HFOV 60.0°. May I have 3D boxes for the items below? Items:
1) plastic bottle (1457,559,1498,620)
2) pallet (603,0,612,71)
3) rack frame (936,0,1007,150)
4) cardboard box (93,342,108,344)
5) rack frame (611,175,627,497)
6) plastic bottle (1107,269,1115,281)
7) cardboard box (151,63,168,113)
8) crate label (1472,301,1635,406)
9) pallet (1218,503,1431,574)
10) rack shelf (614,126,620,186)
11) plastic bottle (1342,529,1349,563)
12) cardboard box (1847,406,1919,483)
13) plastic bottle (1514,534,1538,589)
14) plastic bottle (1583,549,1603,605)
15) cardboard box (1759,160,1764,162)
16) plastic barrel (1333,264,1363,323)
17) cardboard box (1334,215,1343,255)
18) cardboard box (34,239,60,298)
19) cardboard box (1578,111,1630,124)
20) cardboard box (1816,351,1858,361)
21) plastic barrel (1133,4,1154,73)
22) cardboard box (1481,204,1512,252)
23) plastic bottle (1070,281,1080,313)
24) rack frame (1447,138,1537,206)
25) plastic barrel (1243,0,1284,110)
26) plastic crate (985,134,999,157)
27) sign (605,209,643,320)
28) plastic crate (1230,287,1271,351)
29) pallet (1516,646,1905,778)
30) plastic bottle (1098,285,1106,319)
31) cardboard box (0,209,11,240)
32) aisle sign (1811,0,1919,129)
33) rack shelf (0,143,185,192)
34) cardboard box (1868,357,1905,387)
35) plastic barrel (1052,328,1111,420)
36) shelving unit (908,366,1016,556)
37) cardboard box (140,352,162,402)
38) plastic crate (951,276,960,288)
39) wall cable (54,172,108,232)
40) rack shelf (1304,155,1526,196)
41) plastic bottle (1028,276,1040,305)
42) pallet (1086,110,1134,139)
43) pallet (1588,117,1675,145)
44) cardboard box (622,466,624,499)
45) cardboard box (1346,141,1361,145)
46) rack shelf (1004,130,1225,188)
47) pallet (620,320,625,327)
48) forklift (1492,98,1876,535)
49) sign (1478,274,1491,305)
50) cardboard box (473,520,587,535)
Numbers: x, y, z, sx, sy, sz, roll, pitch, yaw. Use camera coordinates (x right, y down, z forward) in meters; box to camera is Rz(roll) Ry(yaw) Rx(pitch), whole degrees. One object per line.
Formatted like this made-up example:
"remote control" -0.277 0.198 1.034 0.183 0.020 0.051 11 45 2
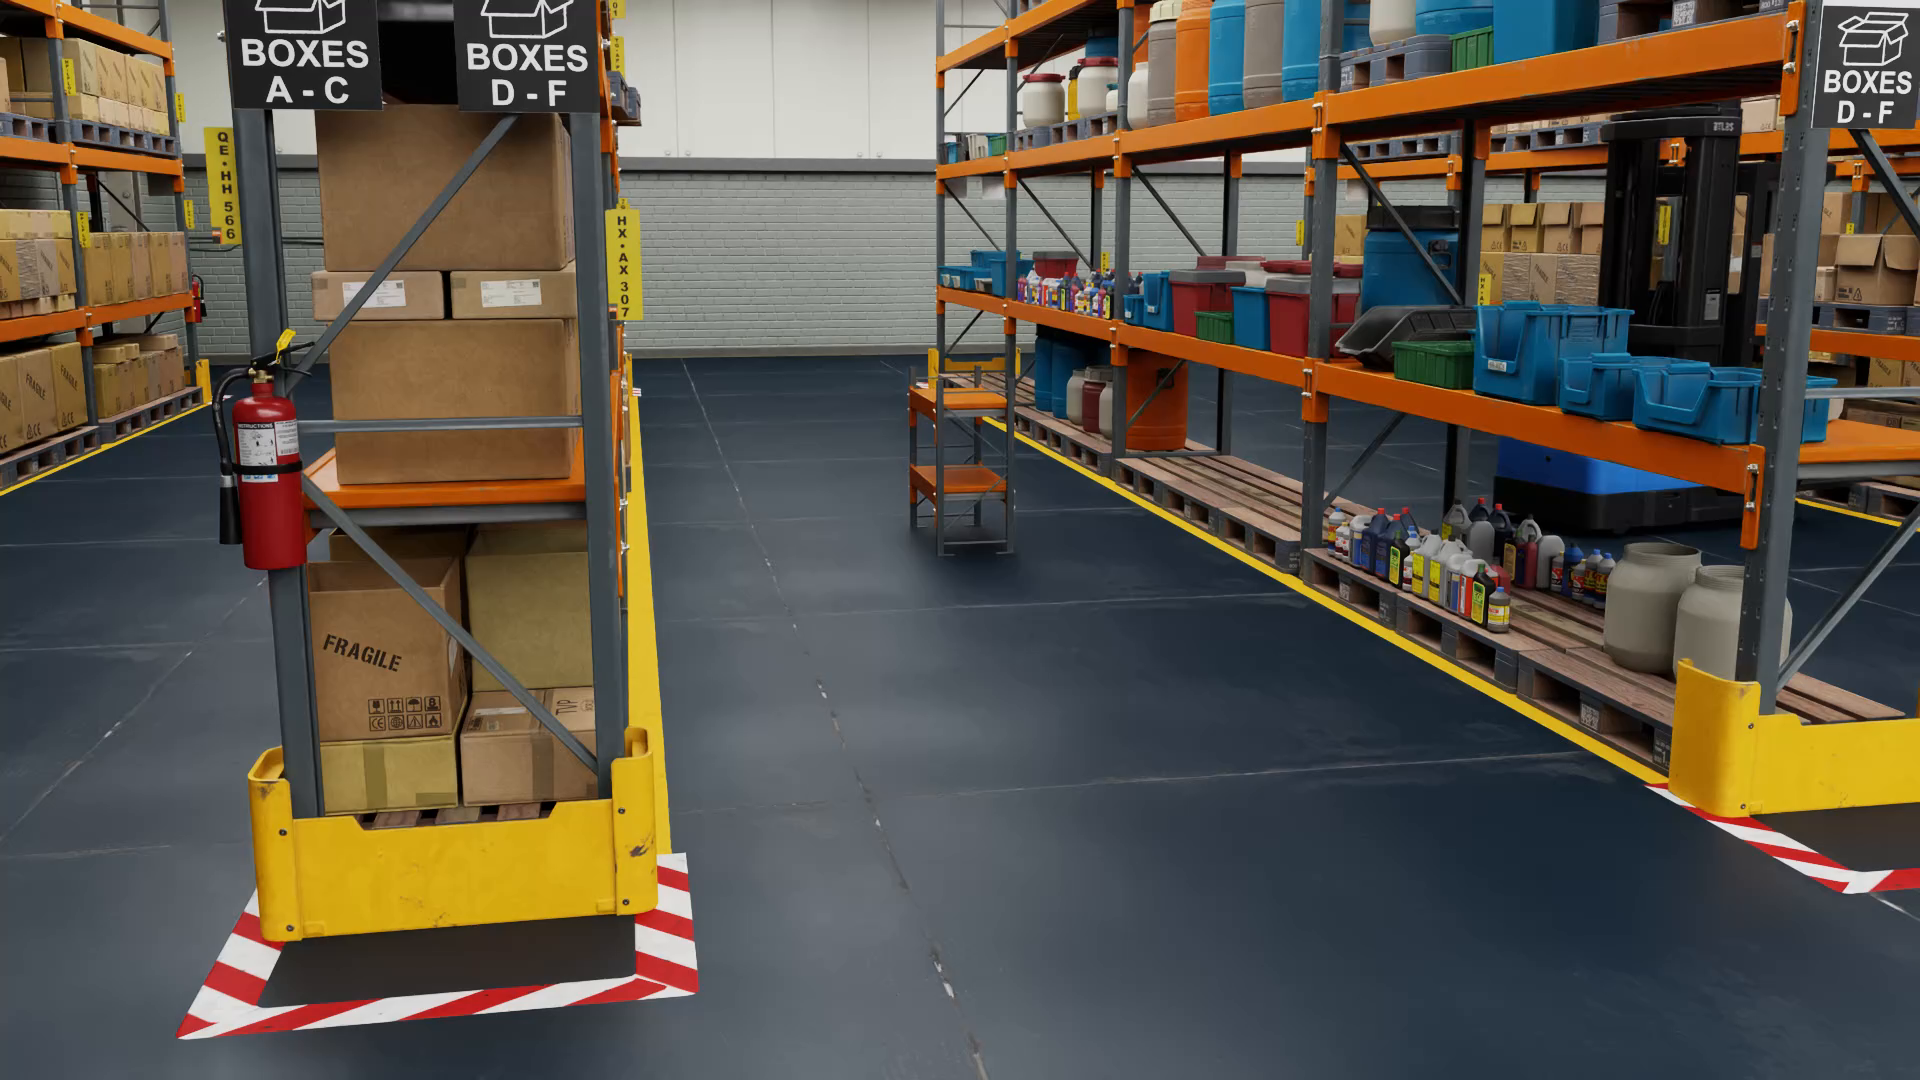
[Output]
"plastic bottle" 2.504 0.238 8.033 0.152 0.276 0.135 -2 11 -11
"pallet" -2.133 -2.345 7.708 1.003 0.211 1.213 -2 11 -11
"rack frame" 0.202 -6.398 20.742 1.000 3.000 0.127 -2 11 -11
"cardboard box" -9.205 -1.999 17.505 0.380 0.149 0.250 -2 11 -12
"rack frame" -3.102 -1.804 12.651 1.000 3.000 0.127 -2 11 -11
"plastic bottle" 1.515 -2.502 16.452 0.144 0.351 0.185 -2 11 -11
"cardboard box" -9.106 -4.990 18.372 0.500 0.500 0.500 -2 11 -11
"crate label" 2.690 -0.861 7.604 0.502 0.435 0.616 -2 11 -11
"pallet" 2.345 -0.022 10.750 1.003 0.211 1.213 -2 11 -11
"rack shelf" -3.491 -3.291 14.365 1.077 0.370 4.000 -2 11 -11
"plastic bottle" 2.207 0.021 9.373 0.097 0.201 0.097 0 11 0
"cardboard box" 7.112 -0.722 12.476 0.700 0.500 0.500 -3 11 -16
"plastic bottle" 2.967 0.105 8.712 0.061 0.283 0.133 -2 11 -11
"plastic bottle" 3.181 0.183 8.332 0.097 0.271 0.097 0 11 0
"cardboard box" 10.178 -4.724 20.373 0.500 0.250 0.500 -2 11 -12
"plastic barrel" 2.565 -1.500 10.691 0.433 0.535 0.433 0 11 0
"cardboard box" 4.986 -3.882 21.169 0.500 0.500 0.500 -2 11 -12
"cardboard box" -8.292 -2.393 14.630 0.500 0.500 0.500 -2 11 -11
"cardboard box" 6.173 -4.157 15.600 0.500 0.500 0.500 -2 11 -8
"cardboard box" 10.398 -2.213 19.710 0.380 0.149 0.250 -2 11 -9
"plastic barrel" 1.650 -3.978 13.782 0.600 0.830 0.708 -2 11 -11
"cardboard box" 5.970 -3.322 17.678 0.797 0.503 0.637 -2 11 -12
"plastic bottle" 1.038 -2.194 15.015 0.061 0.283 0.133 -2 11 -11
"rack frame" 5.838 -2.897 18.395 1.000 3.000 0.127 -2 11 -11
"plastic barrel" 2.097 -3.175 10.491 0.600 0.901 0.600 0 11 0
"plastic crate" 0.489 -4.264 18.000 0.416 0.233 0.300 -2 11 -11
"sign" -1.000 -0.820 4.954 0.100 0.325 0.005 -2 11 -11
"plastic crate" 2.016 -1.433 10.745 0.392 0.384 0.575 -2 11 -11
"pallet" 3.100 0.692 6.994 1.003 0.211 1.213 -2 11 -11
"plastic bottle" 1.216 -2.027 14.136 0.061 0.283 0.133 -2 11 -11
"cardboard box" -8.107 -2.573 13.568 0.500 0.250 0.500 -2 11 -12
"aisle sign" 3.036 -1.769 5.516 0.394 0.787 0.004 -2 11 -11
"rack shelf" -9.127 -3.844 17.270 1.077 0.370 4.000 -2 11 -11
"cardboard box" 10.607 -1.892 18.677 0.500 0.500 0.500 -2 11 -9
"plastic barrel" 1.207 -1.662 16.396 0.600 0.901 0.708 -2 11 -11
"shelving unit" -0.001 -0.554 11.098 0.538 1.125 1.048 -2 11 -11
"cardboard box" -9.086 -1.760 17.982 0.700 0.500 0.500 -2 11 -13
"plastic crate" 0.040 -3.107 20.042 0.250 0.136 0.298 -2 11 -11
"wall cable" -10.693 -3.790 20.368 0.084 1.984 1.851 -2 11 -11
"rack shelf" 5.449 -4.384 20.109 1.077 0.370 4.000 -2 11 -11
"plastic bottle" 0.767 -2.490 16.589 0.152 0.276 0.135 -2 11 -11
"pallet" 1.705 -3.508 14.087 1.003 0.211 1.213 -2 11 -11
"pallet" 6.439 -3.660 14.888 1.213 0.211 1.003 -2 11 -8
"cardboard box" -2.160 -0.286 9.408 0.500 0.311 0.500 -2 11 -11
"cardboard box" 5.205 -5.208 20.855 0.700 0.500 0.500 -3 11 -13
"rack shelf" 1.369 -3.470 15.308 1.077 0.370 4.000 -2 11 -11
"pallet" -3.303 -1.831 13.309 1.213 0.211 1.003 -2 11 -11
"forklift" 5.416 -1.634 11.940 3.031 2.935 1.130 -5 12 -23
"sign" 3.077 -1.404 9.808 0.100 0.325 0.005 -2 11 -11
"cardboard box" -1.641 0.150 6.610 0.500 0.500 0.500 -2 11 -11
